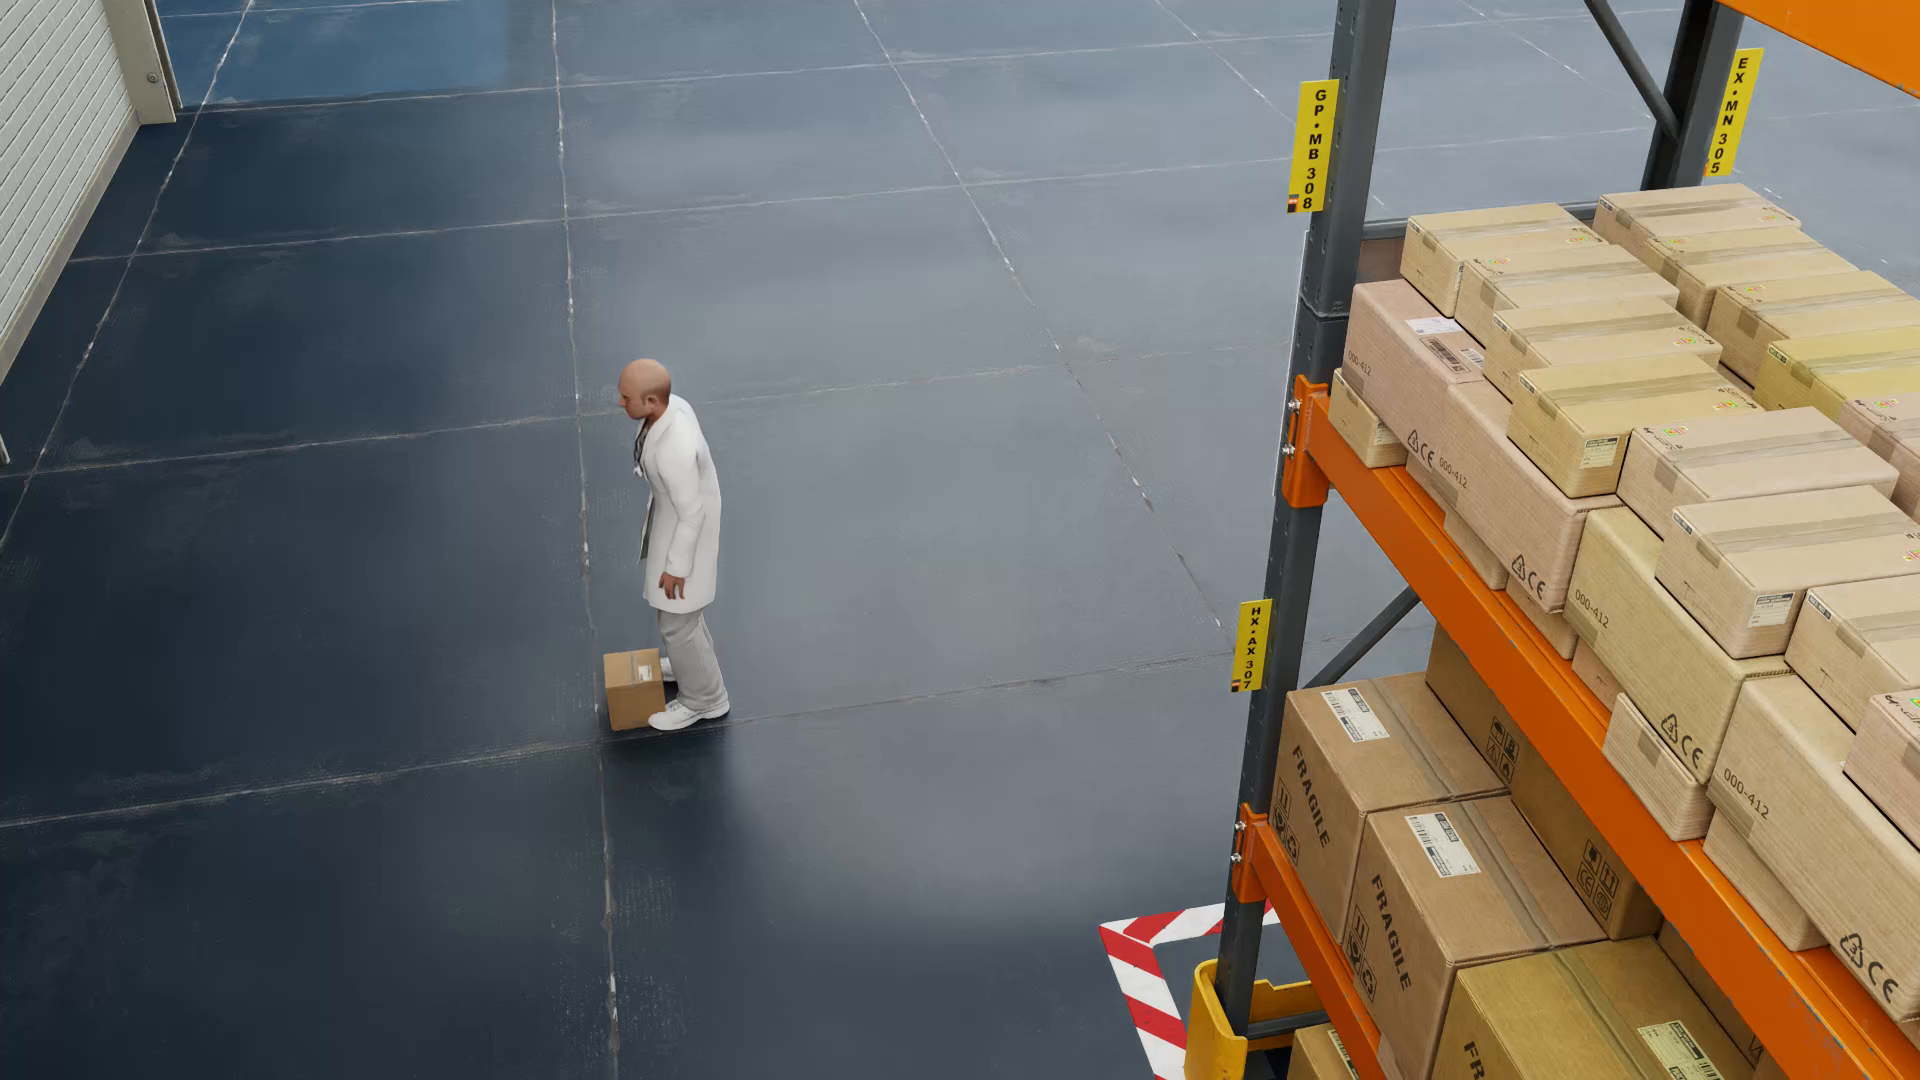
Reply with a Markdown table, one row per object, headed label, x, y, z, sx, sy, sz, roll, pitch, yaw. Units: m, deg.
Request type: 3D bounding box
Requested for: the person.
| label | x | y | z | sx | sy | sz | roll | pitch | yaw |
| --- | --- | --- | --- | --- | --- | --- | --- | --- | --- |
| person | -1.229 | 0.004 | 7.150 | 0.427 | 1.774 | 0.625 | -8 | 35 | -12 |
